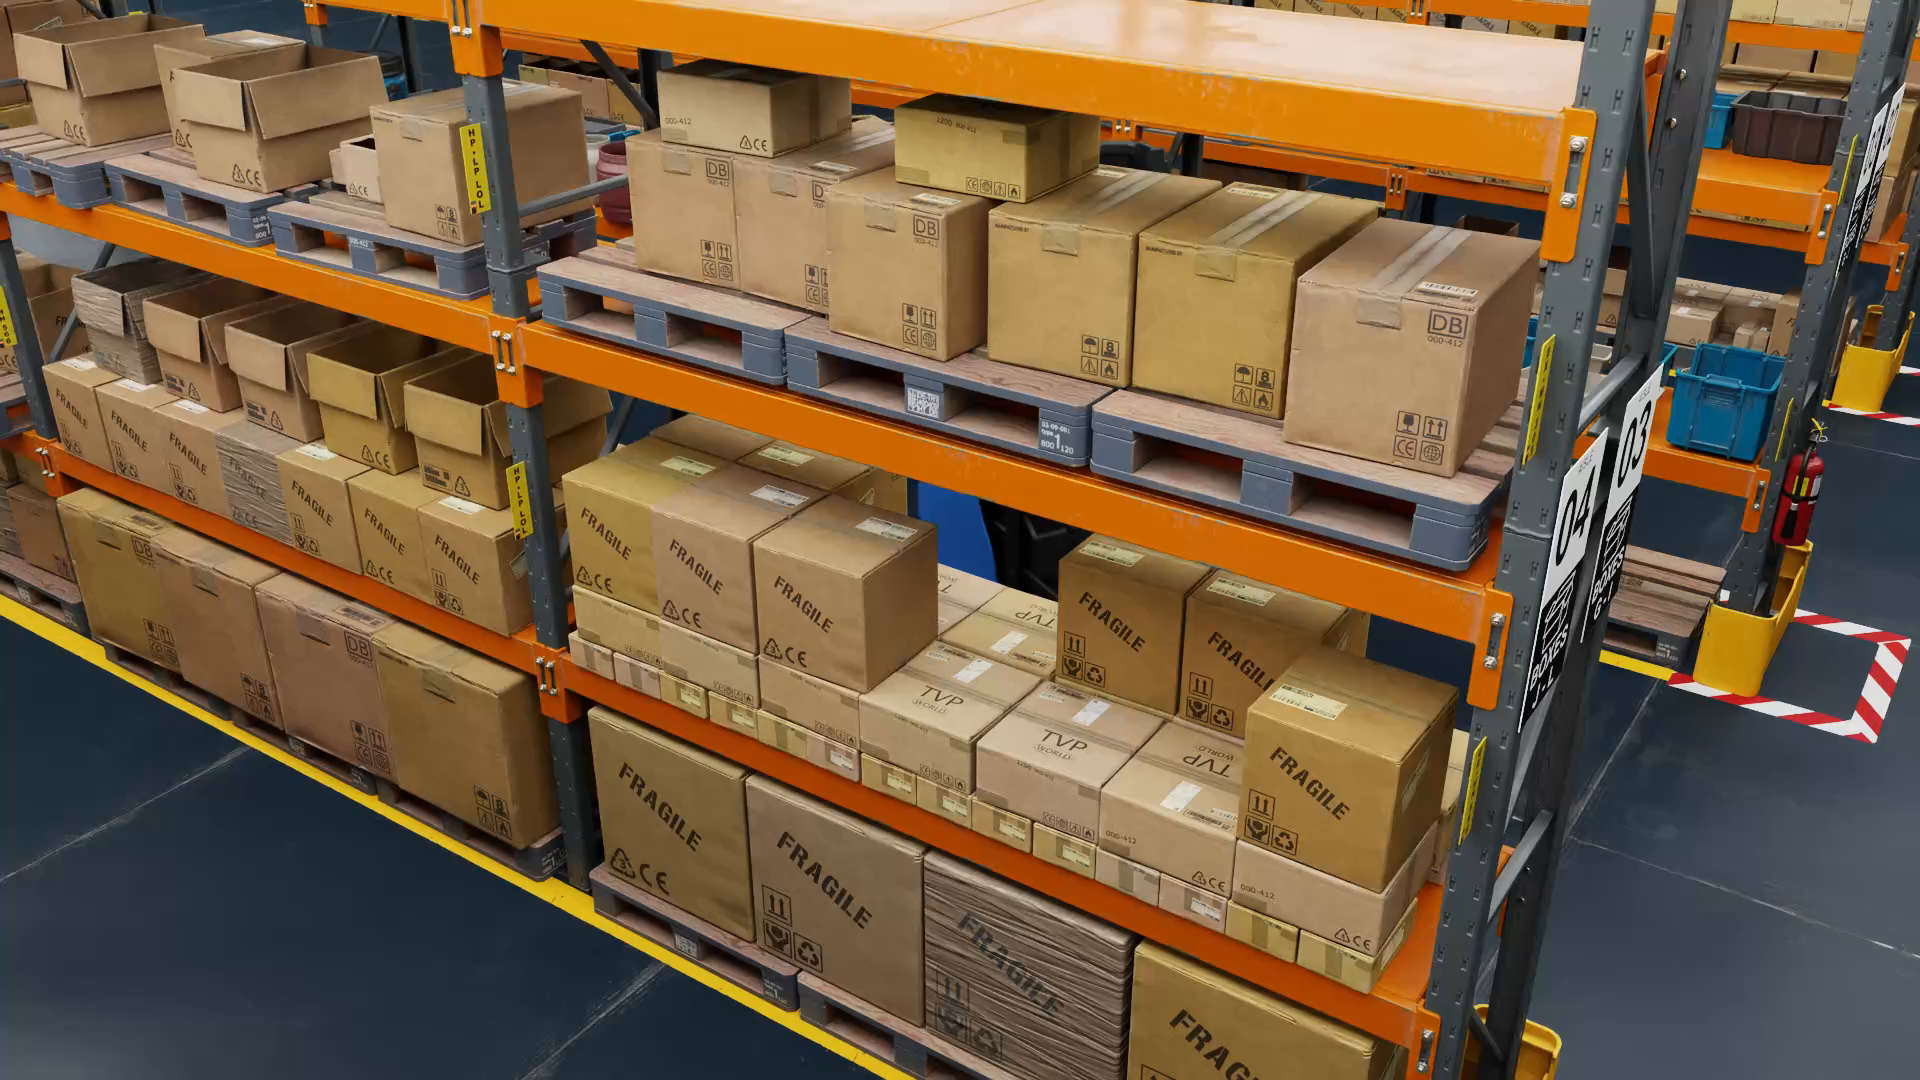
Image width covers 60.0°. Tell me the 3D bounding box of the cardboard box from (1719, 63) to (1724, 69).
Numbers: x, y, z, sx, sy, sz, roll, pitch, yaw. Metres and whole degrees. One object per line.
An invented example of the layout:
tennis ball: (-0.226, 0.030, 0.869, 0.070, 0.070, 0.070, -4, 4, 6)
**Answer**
cardboard box: (5.919, -3.655, 13.686, 0.500, 0.500, 0.500, 17, 32, 30)

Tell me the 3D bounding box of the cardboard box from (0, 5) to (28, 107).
cardboard box: (-5.341, -2.545, 8.750, 0.500, 0.500, 0.500, 18, 32, 32)

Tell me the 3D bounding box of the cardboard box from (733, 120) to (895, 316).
cardboard box: (-0.389, -1.180, 6.044, 0.500, 0.500, 0.700, 19, 33, 33)

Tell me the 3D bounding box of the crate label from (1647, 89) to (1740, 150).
crate label: (4.015, -2.338, 9.167, 0.502, 0.251, 0.408, 17, 32, 30)

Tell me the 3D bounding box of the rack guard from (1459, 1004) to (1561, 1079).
rack guard: (1.808, 2.262, 6.027, 0.348, 0.500, 1.175, 17, 32, 30)

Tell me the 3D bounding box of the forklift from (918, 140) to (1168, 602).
forklift: (0.870, -0.480, 8.736, 1.130, 2.935, 3.031, -14, 30, -25)

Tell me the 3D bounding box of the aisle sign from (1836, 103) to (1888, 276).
aisle sign: (4.486, -1.740, 8.270, 0.004, 0.787, 0.394, 17, 32, 30)

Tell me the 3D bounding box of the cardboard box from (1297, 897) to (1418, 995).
cardboard box: (1.308, 1.286, 5.467, 0.250, 0.149, 0.380, 18, 32, 31)

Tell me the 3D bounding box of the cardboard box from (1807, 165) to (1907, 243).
cardboard box: (6.876, -2.618, 12.751, 0.500, 0.500, 0.500, 18, 32, 32)

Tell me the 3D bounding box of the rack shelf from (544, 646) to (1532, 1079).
rack shelf: (0.139, 0.949, 6.645, 4.000, 0.370, 1.077, 17, 32, 30)

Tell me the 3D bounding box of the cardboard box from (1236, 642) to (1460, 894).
cardboard box: (1.237, 0.715, 5.322, 0.500, 0.500, 0.500, 18, 32, 31)

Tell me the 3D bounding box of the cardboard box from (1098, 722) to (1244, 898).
cardboard box: (0.820, 0.921, 5.745, 0.500, 0.250, 0.500, 17, 31, 29)

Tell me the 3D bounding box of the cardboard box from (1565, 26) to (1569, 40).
cardboard box: (6.668, -5.839, 18.730, 0.500, 0.500, 0.500, 16, 31, 29)

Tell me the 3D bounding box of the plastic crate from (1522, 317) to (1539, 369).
plastic crate: (3.490, -1.186, 10.166, 0.300, 0.233, 0.416, 17, 32, 30)

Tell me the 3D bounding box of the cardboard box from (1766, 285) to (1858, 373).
cardboard box: (6.812, -1.690, 13.309, 0.500, 0.500, 0.500, 17, 32, 30)

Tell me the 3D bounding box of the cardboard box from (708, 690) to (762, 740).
cardboard box: (-0.802, 0.629, 6.758, 0.250, 0.149, 0.380, 16, 31, 29)

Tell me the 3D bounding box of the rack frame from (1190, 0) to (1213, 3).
rack frame: (1.295, -4.410, 9.769, 0.127, 3.000, 1.000, 17, 32, 30)

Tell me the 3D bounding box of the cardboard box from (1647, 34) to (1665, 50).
cardboard box: (7.342, -5.429, 18.054, 0.700, 0.700, 0.980, 18, 32, 31)

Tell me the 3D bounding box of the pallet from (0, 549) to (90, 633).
pallet: (-5.450, 0.129, 10.537, 1.213, 0.211, 1.003, 17, 32, 30)

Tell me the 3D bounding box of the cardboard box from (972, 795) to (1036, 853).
cardboard box: (0.251, 0.958, 6.112, 0.250, 0.149, 0.380, 17, 32, 30)

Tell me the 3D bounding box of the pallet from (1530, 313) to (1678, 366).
pallet: (5.678, -1.855, 14.437, 1.213, 0.211, 1.003, 17, 32, 30)

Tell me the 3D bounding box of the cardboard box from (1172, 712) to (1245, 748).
cardboard box: (1.113, 0.721, 6.137, 0.500, 0.250, 0.500, 17, 31, 30)

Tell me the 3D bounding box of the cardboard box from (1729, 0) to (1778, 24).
cardboard box: (6.001, -4.120, 12.670, 0.500, 0.250, 0.500, 17, 32, 30)

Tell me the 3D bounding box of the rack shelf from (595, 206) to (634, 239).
rack shelf: (-3.651, -2.957, 14.320, 4.000, 0.370, 1.077, 17, 32, 30)

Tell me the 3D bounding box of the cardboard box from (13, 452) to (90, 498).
cardboard box: (-5.376, -0.489, 10.122, 0.500, 0.250, 0.500, 19, 32, 32)

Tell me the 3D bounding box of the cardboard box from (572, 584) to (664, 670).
cardboard box: (-1.270, 0.268, 7.028, 0.500, 0.250, 0.500, 17, 31, 29)

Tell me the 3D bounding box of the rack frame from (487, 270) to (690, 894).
rack frame: (-1.509, 0.115, 7.491, 0.127, 3.000, 1.000, 17, 32, 30)

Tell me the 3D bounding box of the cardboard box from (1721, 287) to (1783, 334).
cardboard box: (6.700, -1.905, 14.007, 0.500, 0.250, 0.500, 17, 32, 30)

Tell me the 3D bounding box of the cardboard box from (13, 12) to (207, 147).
cardboard box: (-4.263, -2.352, 8.455, 0.637, 0.503, 0.797, 19, 33, 33)

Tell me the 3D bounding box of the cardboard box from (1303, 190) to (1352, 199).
cardboard box: (3.396, -3.018, 15.918, 0.500, 0.500, 0.500, 18, 32, 31)

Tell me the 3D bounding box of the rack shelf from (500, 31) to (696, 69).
rack shelf: (-4.140, -5.835, 19.975, 4.000, 0.370, 1.077, 17, 32, 30)

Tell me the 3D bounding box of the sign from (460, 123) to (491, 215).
sign: (-1.809, -1.387, 6.218, 0.005, 0.325, 0.100, 17, 32, 30)

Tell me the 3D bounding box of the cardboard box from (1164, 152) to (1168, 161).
cardboard box: (1.758, -3.866, 16.757, 0.500, 0.250, 0.500, 19, 32, 32)

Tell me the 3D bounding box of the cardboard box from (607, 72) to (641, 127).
cardboard box: (-3.818, -5.235, 19.745, 0.500, 0.500, 0.500, 17, 32, 30)

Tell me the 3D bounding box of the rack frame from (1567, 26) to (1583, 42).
rack frame: (6.904, -5.440, 18.407, 0.127, 3.000, 1.000, 17, 32, 30)

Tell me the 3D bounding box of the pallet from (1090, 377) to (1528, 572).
pallet: (1.170, -0.342, 5.179, 1.213, 0.211, 1.003, 17, 32, 30)

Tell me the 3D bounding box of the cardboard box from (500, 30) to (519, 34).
cardboard box: (-5.411, -6.589, 20.554, 0.500, 0.500, 0.700, 17, 32, 30)

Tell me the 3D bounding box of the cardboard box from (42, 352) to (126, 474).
cardboard box: (-4.560, -0.730, 9.041, 0.500, 0.500, 0.500, 18, 32, 32)

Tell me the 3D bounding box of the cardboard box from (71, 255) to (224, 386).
cardboard box: (-4.213, -1.210, 8.878, 0.637, 0.503, 0.797, 19, 32, 32)

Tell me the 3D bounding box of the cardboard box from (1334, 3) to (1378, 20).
cardboard box: (4.697, -6.167, 19.376, 0.500, 0.500, 0.500, 17, 32, 30)

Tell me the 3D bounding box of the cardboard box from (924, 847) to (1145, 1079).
cardboard box: (0.465, 1.534, 6.582, 0.875, 0.875, 0.875, 17, 32, 30)

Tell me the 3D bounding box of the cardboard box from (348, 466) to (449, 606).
cardboard box: (-2.453, -0.077, 7.758, 0.500, 0.500, 0.500, 18, 32, 32)

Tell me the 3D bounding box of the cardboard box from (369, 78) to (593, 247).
cardboard box: (-1.993, -1.599, 6.978, 0.500, 0.500, 0.700, 18, 32, 31)

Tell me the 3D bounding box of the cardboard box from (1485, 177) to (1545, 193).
cardboard box: (4.792, -3.269, 14.030, 0.500, 0.500, 0.500, 18, 32, 31)

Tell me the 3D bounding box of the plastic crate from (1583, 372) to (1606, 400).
plastic crate: (3.587, -0.840, 9.592, 0.243, 0.136, 0.396, 17, 32, 30)

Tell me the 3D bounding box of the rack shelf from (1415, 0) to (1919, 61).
rack shelf: (5.751, -4.090, 13.240, 4.000, 0.370, 1.077, 17, 32, 30)

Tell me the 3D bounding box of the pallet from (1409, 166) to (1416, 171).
pallet: (5.216, -4.681, 19.989, 1.213, 0.211, 1.003, 17, 32, 30)

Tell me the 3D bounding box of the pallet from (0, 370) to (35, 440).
pallet: (-5.454, -0.970, 9.834, 1.003, 0.211, 1.213, 17, 32, 30)
